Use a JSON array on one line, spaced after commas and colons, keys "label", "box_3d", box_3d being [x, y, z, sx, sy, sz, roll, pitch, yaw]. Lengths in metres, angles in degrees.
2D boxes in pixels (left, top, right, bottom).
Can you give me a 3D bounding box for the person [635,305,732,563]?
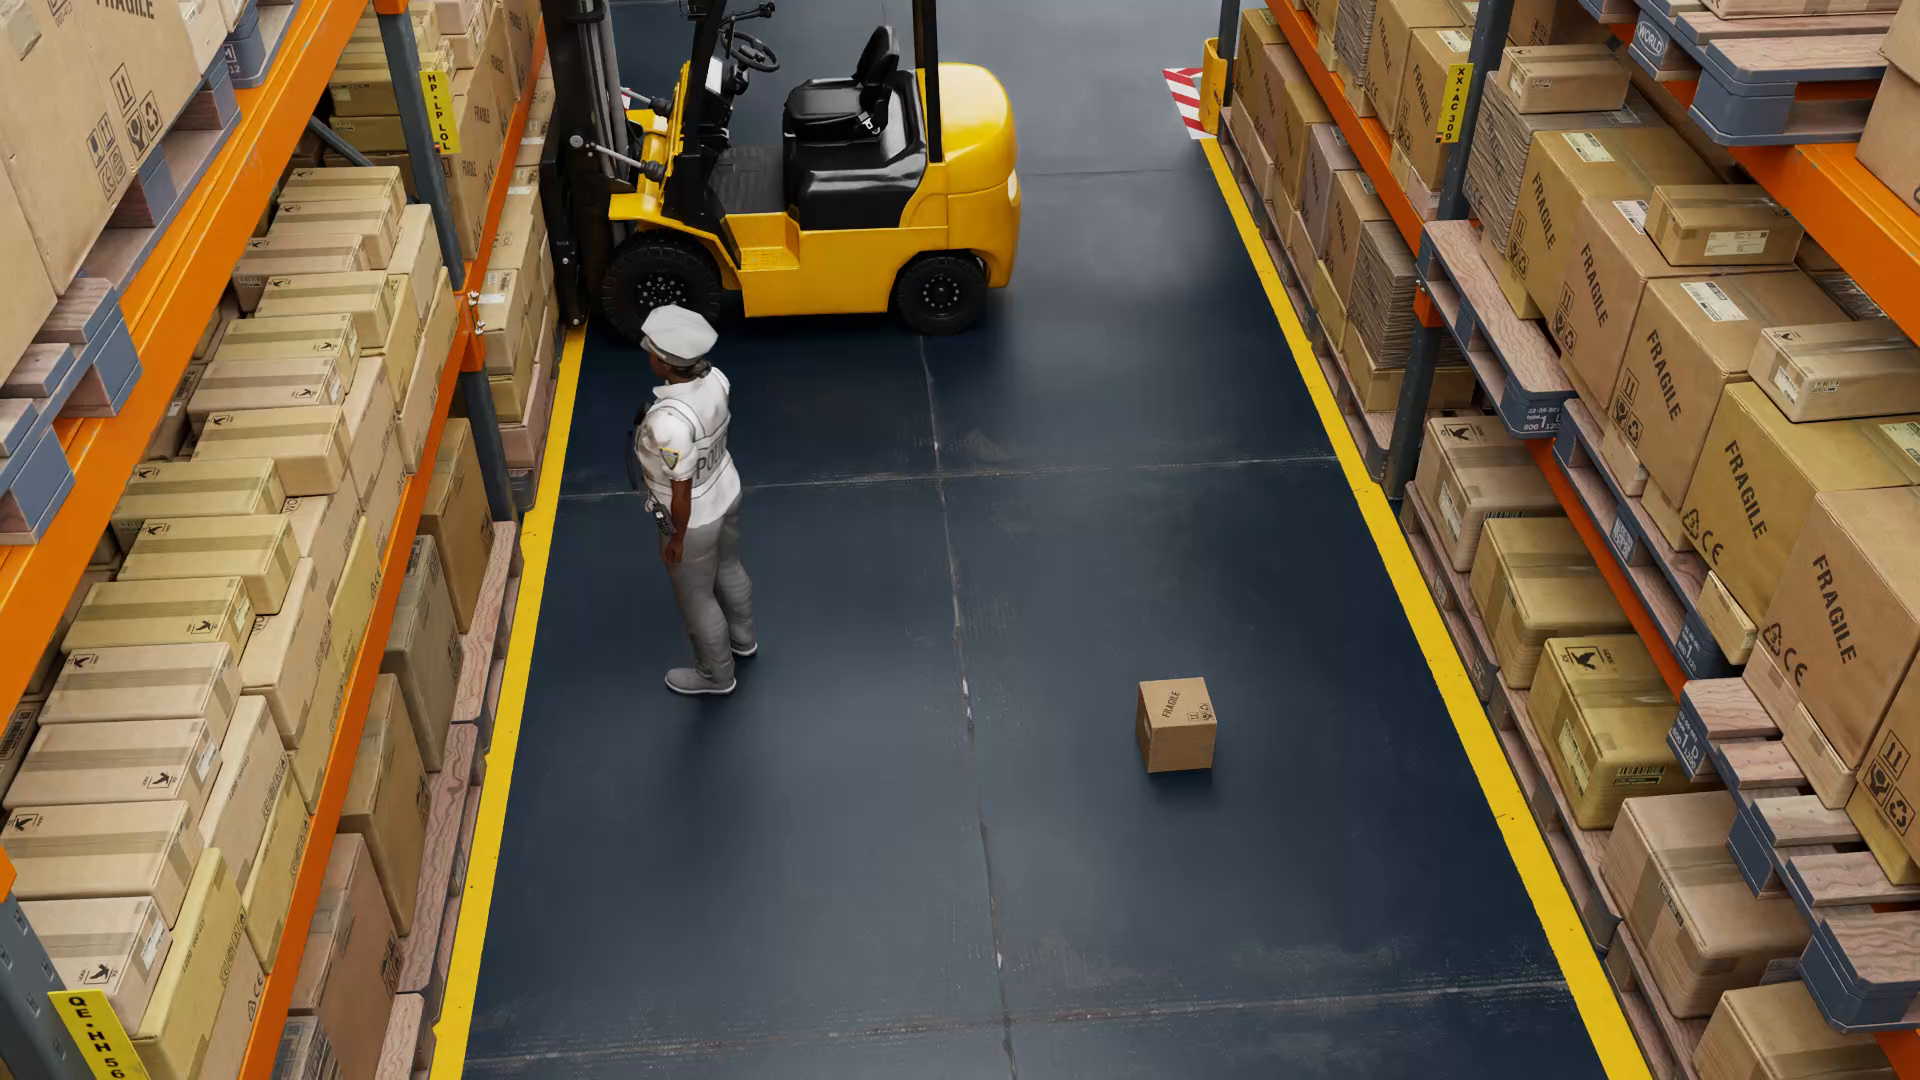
[{"label": "person", "box_3d": [-1.001, -0.397, 6.057, 0.310, 0.983, 0.431, 12, 41, 14]}]
